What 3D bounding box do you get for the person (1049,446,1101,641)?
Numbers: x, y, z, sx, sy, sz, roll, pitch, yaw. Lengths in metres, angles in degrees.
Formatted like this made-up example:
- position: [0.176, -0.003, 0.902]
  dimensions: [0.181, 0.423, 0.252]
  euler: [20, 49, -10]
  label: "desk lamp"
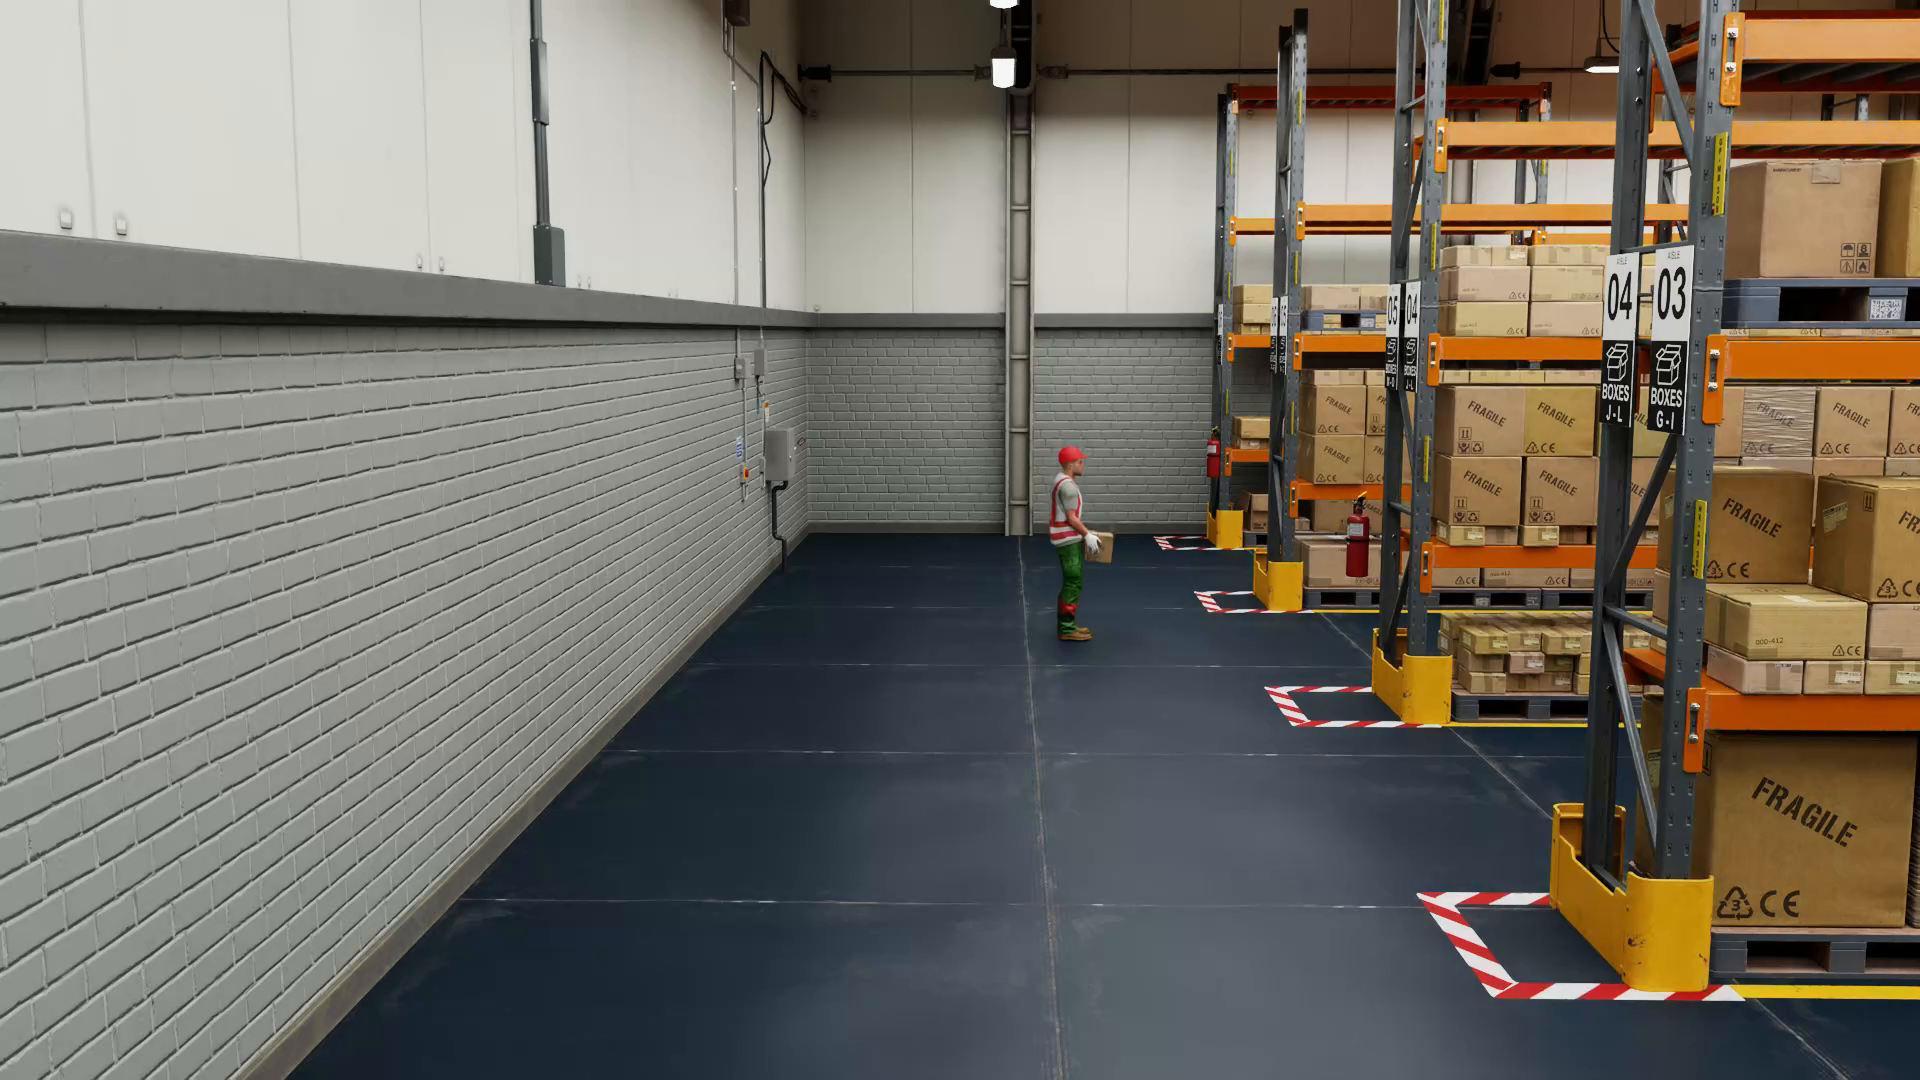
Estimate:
- position: [1.065, 0.023, 15.468]
  dimensions: [0.474, 1.793, 0.533]
  euler: [0, 7, 0]
  label: "person"
